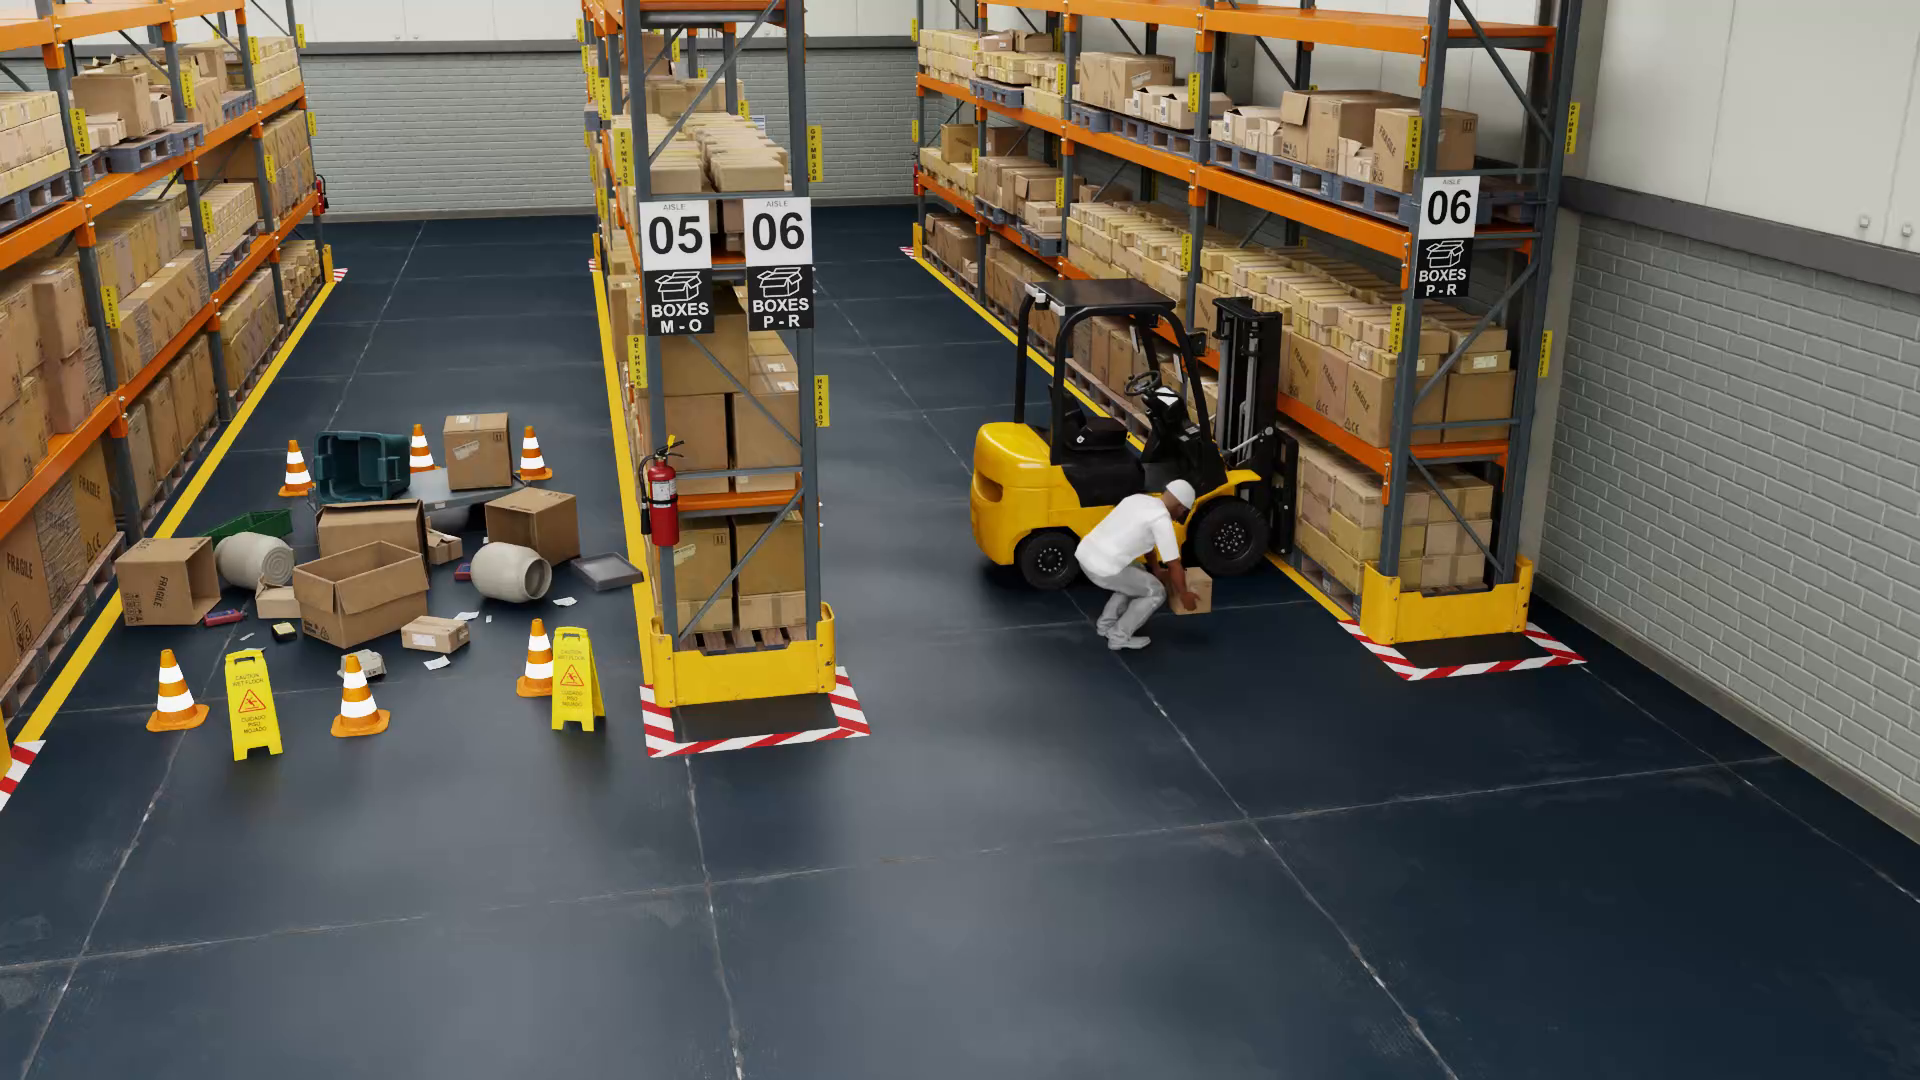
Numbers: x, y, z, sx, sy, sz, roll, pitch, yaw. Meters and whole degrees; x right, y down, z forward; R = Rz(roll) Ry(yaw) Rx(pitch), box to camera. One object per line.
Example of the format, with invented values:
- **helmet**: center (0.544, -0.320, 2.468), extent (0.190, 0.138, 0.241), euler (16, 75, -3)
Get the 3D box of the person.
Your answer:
- **person**: center (1.226, 0.145, 11.579), extent (0.843, 1.132, 0.607), euler (-5, 20, -13)
